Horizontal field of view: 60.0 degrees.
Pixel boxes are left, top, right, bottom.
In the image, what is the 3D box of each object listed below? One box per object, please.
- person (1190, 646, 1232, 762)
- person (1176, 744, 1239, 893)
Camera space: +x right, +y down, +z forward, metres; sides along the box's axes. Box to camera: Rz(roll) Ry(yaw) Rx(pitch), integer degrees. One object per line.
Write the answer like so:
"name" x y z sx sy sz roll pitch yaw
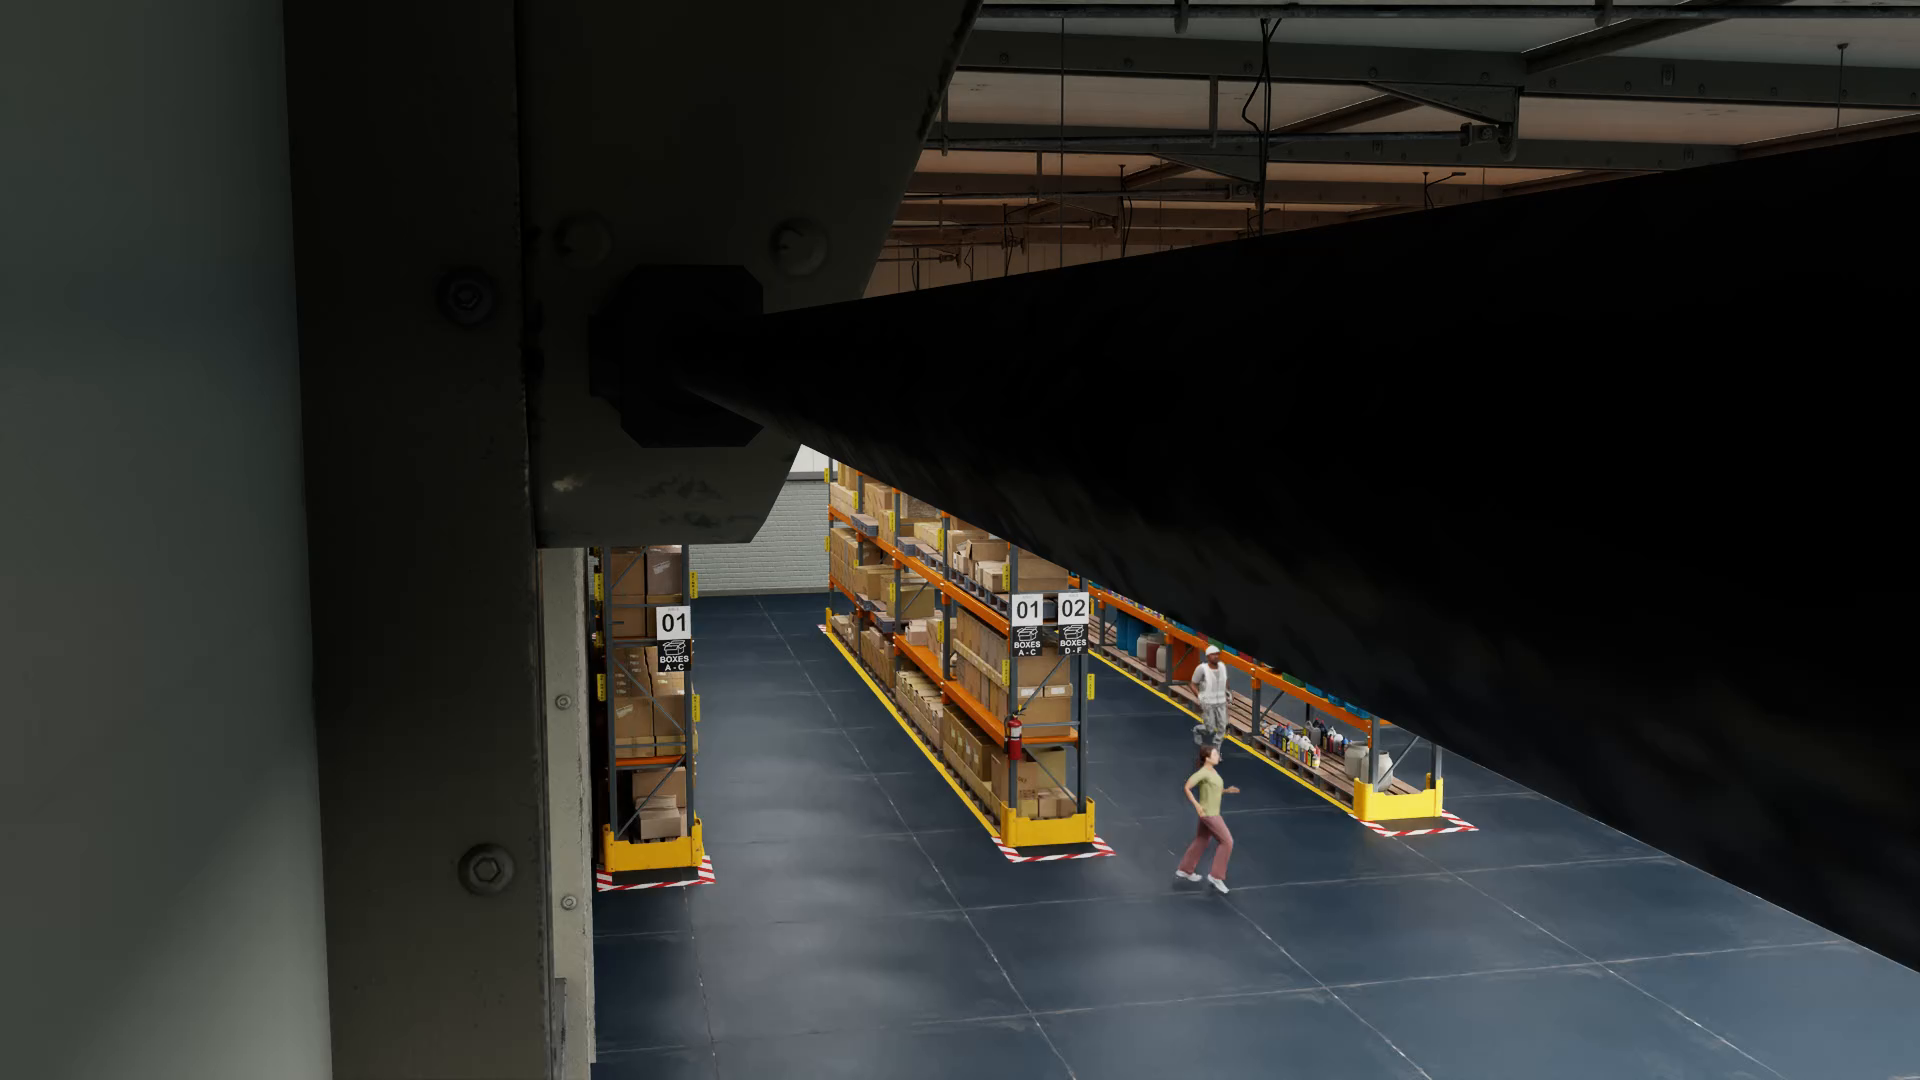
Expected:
"person" 3.835 2.468 25.347 0.683 1.743 0.689 -3 7 -21
"person" 2.872 3.219 19.297 0.723 1.721 0.547 2 7 13
